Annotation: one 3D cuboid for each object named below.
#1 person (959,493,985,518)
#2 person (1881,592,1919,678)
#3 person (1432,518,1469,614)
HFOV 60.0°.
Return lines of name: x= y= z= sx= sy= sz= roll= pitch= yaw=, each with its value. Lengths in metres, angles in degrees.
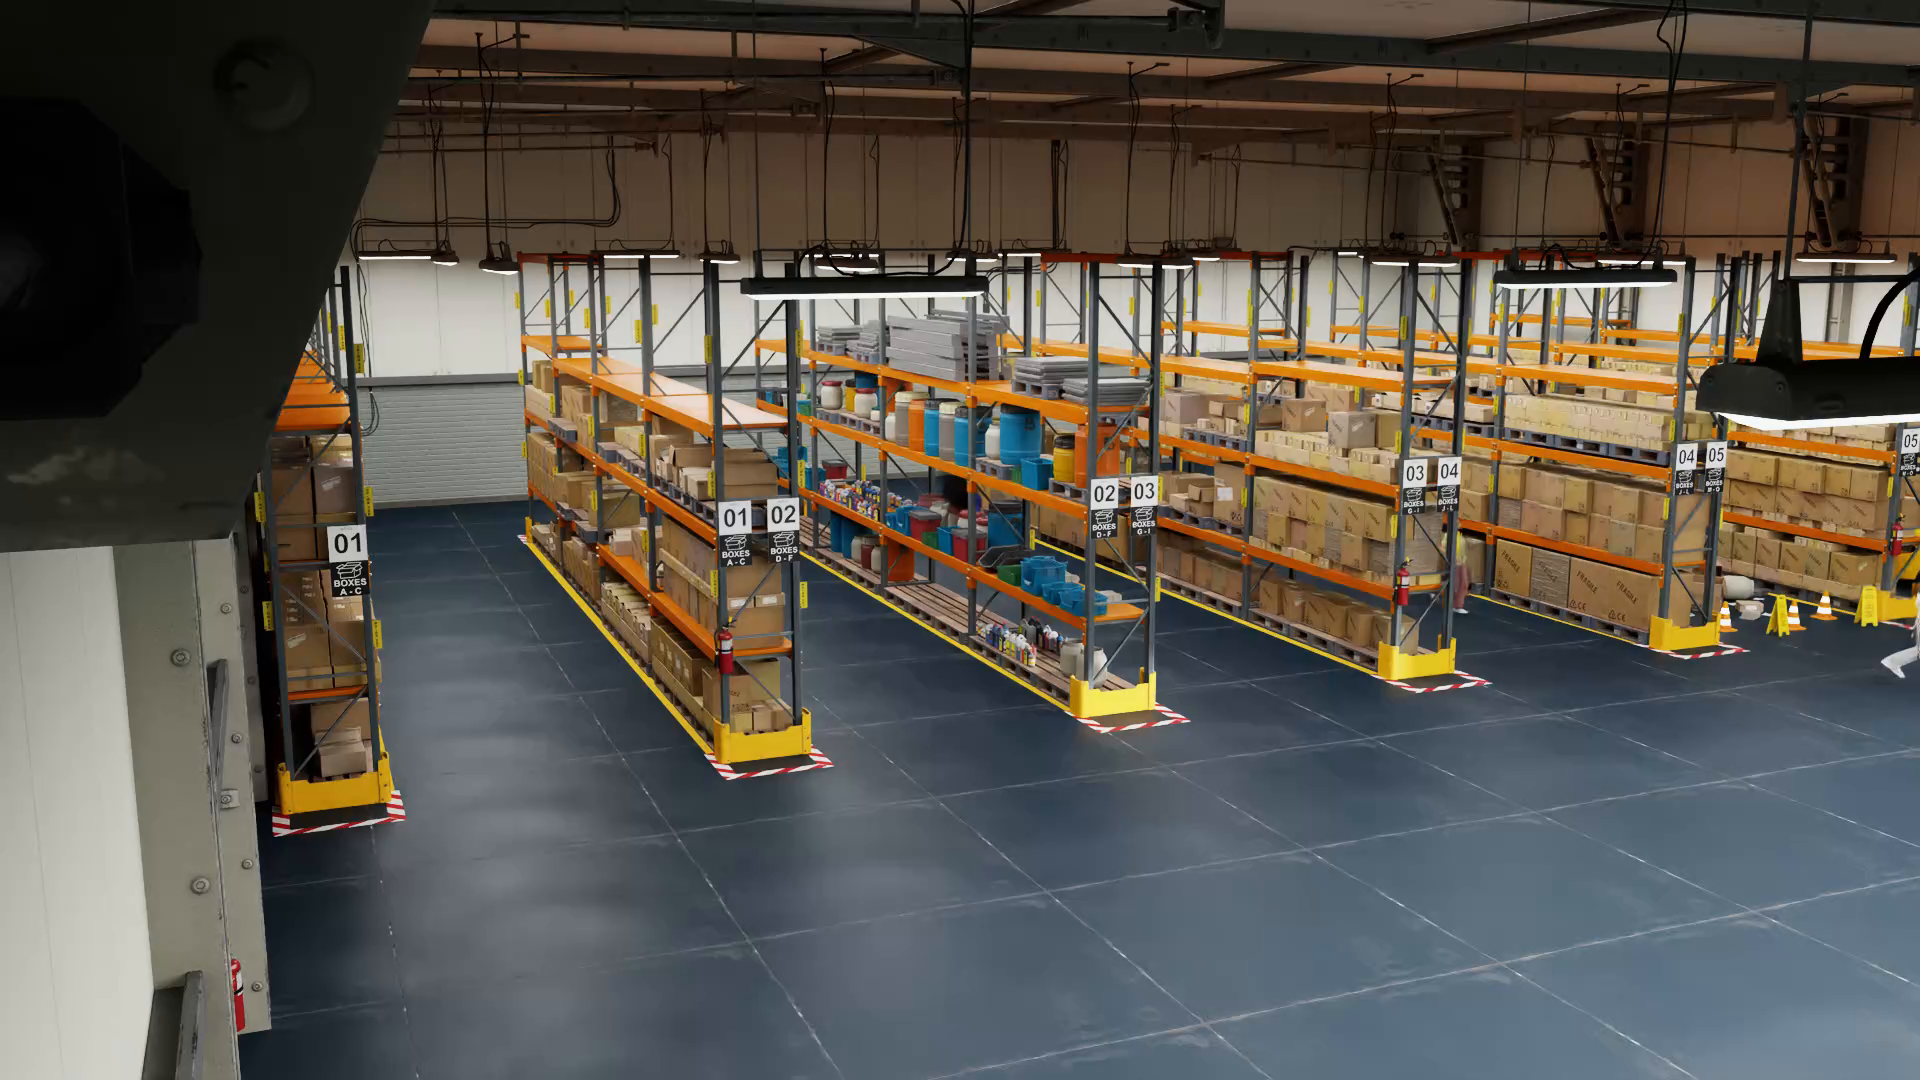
person: x=0.255 y=-0.351 z=32.491 sx=0.573 sy=1.604 sz=0.583 roll=-6 pitch=12 yaw=-28
person: x=13.647 y=1.237 z=23.559 sx=0.952 sy=1.824 sz=0.725 roll=4 pitch=11 yaw=22
person: x=8.385 y=0.407 z=28.279 sx=0.578 sy=1.637 sz=0.764 roll=-7 pitch=13 yaw=-35
